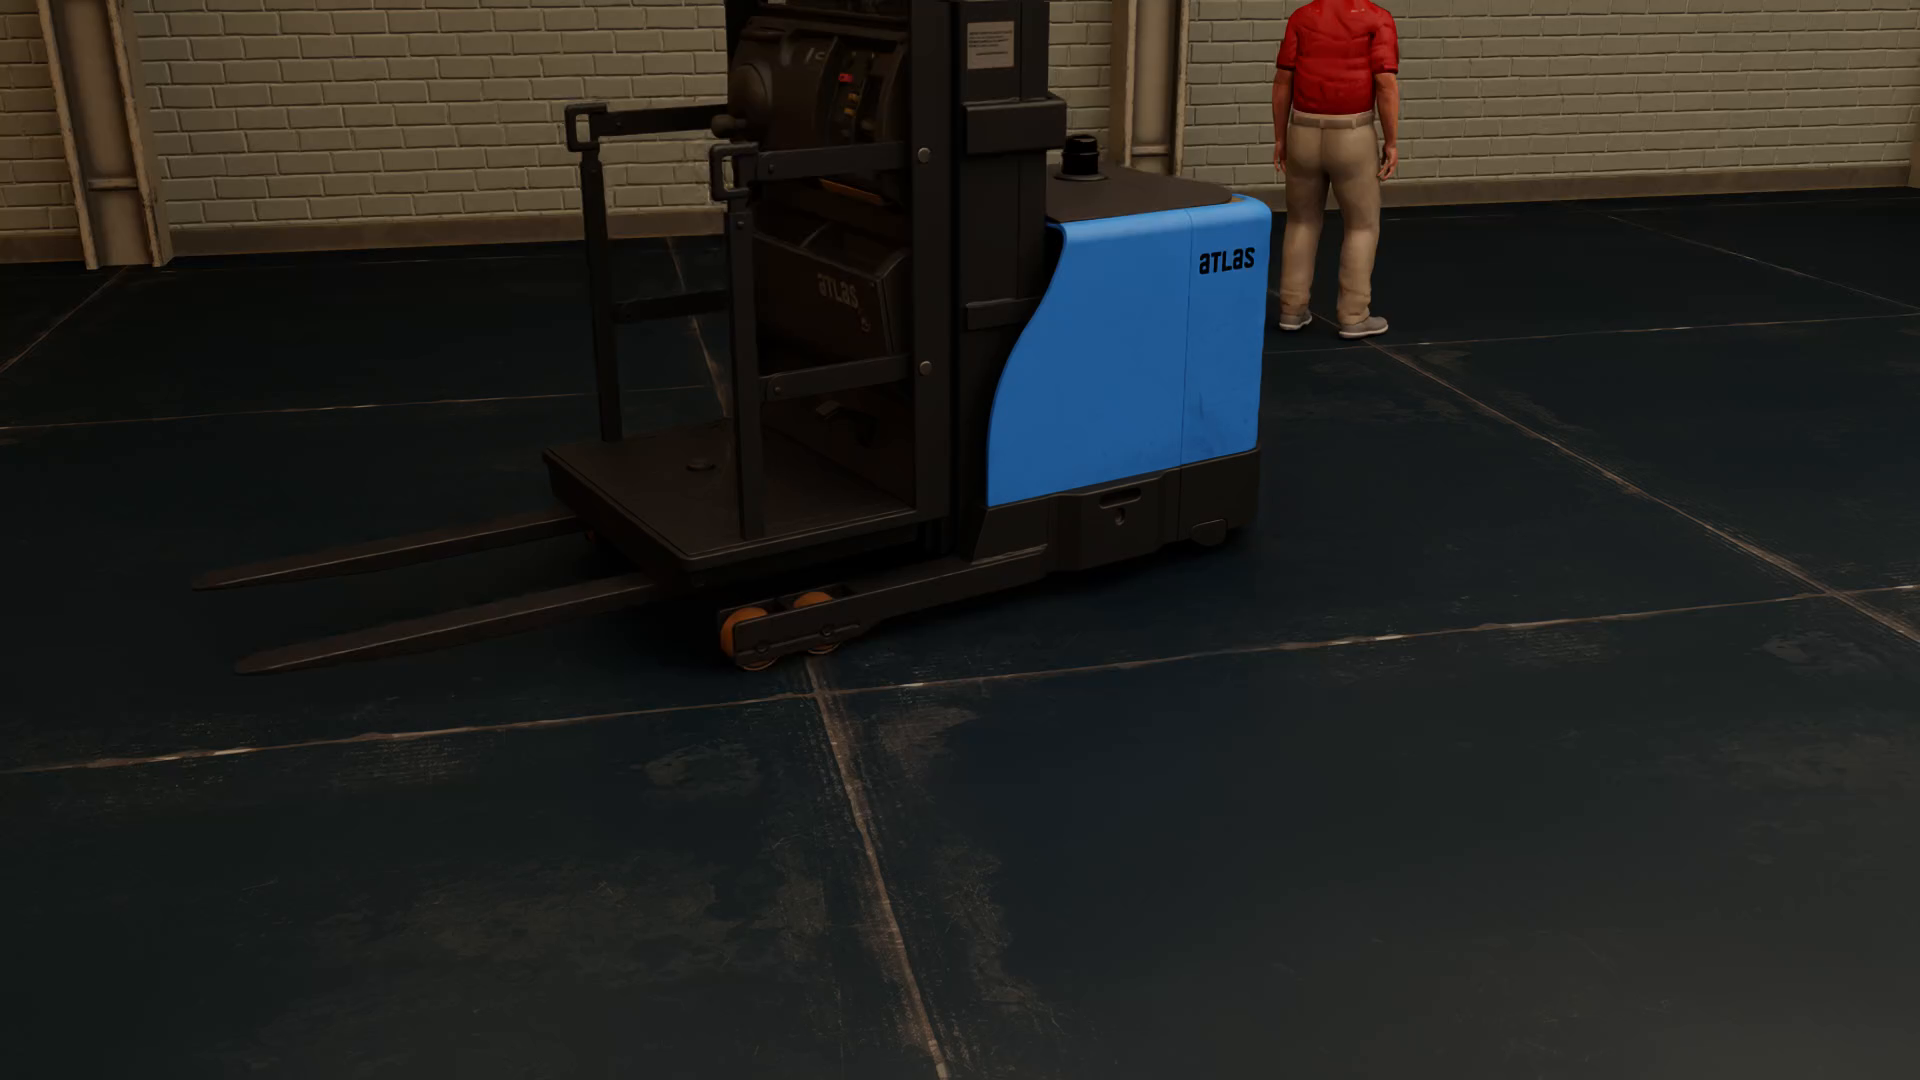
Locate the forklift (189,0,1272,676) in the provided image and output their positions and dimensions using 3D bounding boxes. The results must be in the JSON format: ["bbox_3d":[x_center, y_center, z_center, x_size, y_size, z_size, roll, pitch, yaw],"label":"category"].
[{"bbox_3d":[-0.577,-1.238,4.433,3.031,2.935,1.130,-13,24,-30],"label":"forklift"}]

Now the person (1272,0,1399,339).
[{"bbox_3d":[1.709,-1.801,7.591,0.585,1.726,0.396,12,24,29],"label":"person"}]
